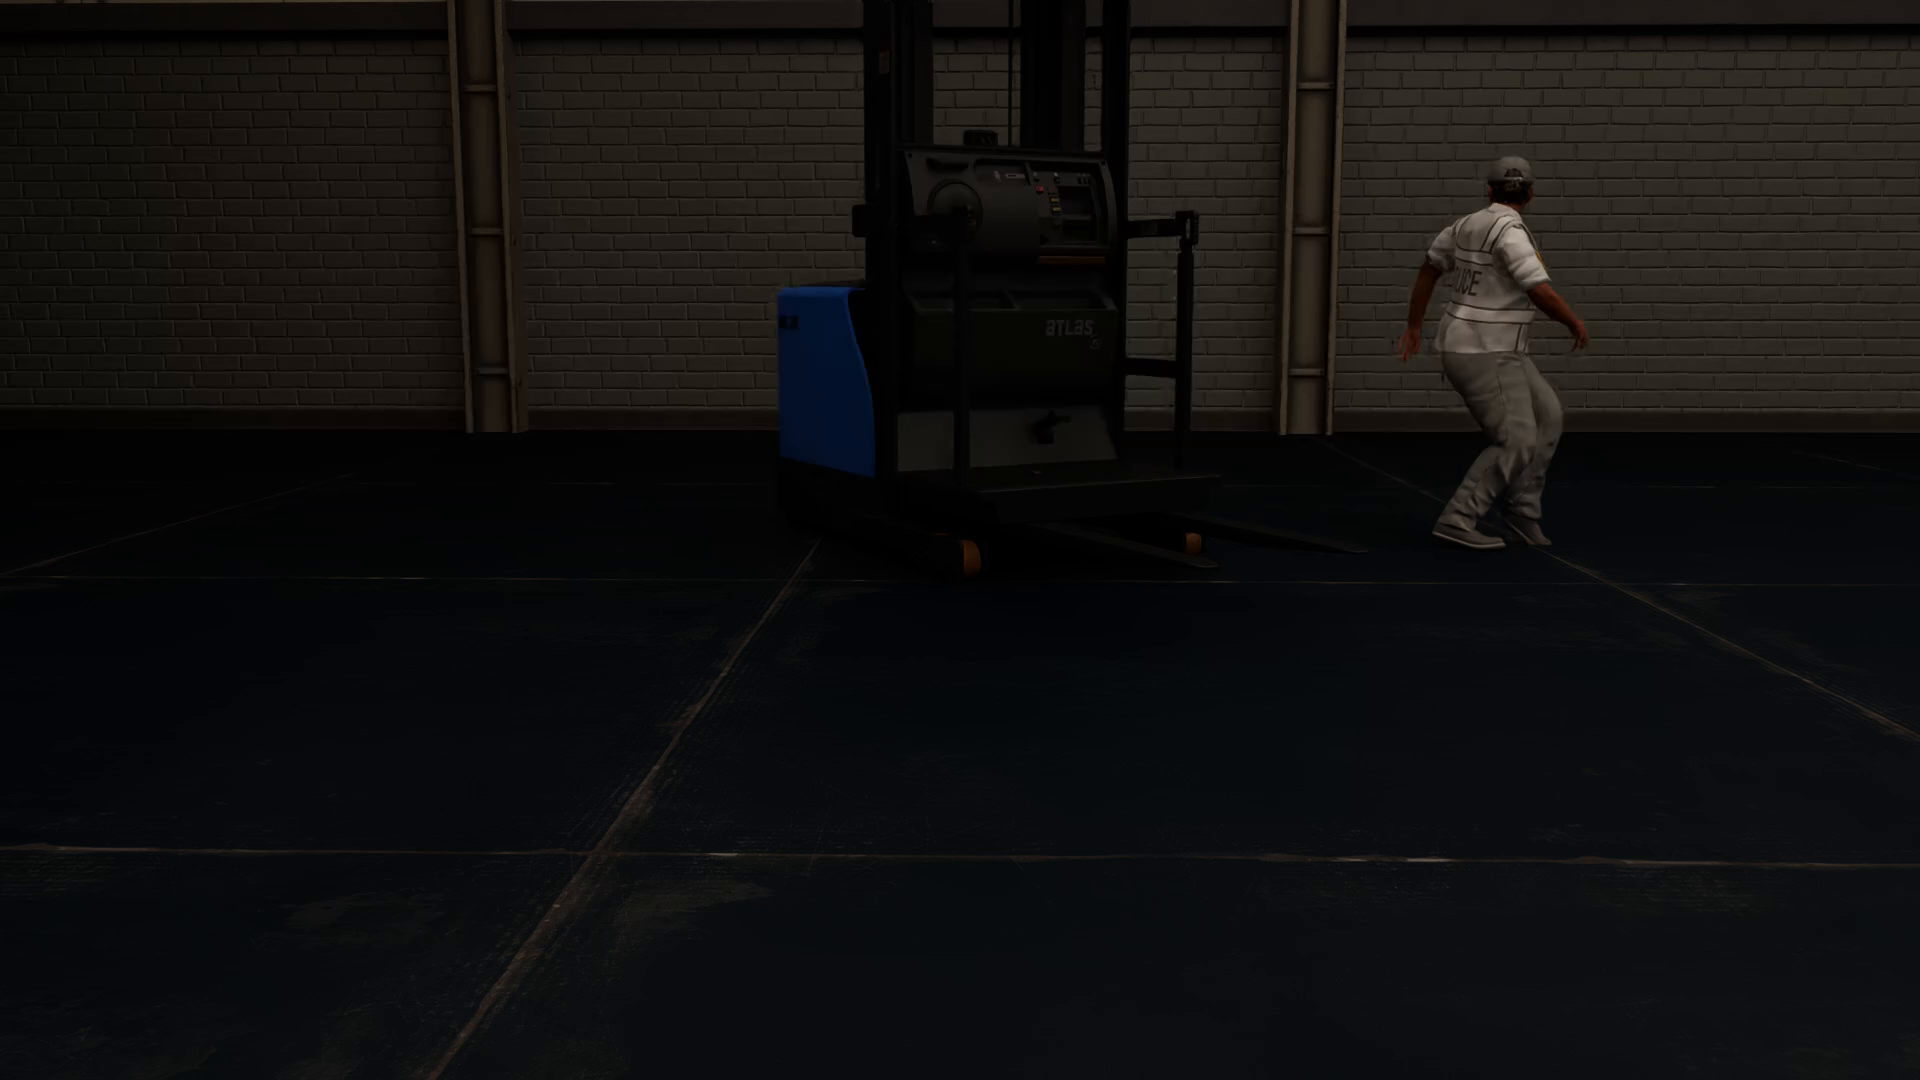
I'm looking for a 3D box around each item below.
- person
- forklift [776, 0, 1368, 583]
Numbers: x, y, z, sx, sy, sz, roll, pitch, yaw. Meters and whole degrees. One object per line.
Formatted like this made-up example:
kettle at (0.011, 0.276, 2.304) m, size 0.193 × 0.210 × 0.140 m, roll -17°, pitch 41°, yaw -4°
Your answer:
person at (2.196, -0.737, 6.857) m, size 0.732 × 1.662 × 0.576 m, roll 2°, pitch 9°, yaw 10°
forklift at (0.311, -1.368, 6.378) m, size 1.130 × 2.935 × 3.031 m, roll -5°, pitch 10°, yaw -28°
